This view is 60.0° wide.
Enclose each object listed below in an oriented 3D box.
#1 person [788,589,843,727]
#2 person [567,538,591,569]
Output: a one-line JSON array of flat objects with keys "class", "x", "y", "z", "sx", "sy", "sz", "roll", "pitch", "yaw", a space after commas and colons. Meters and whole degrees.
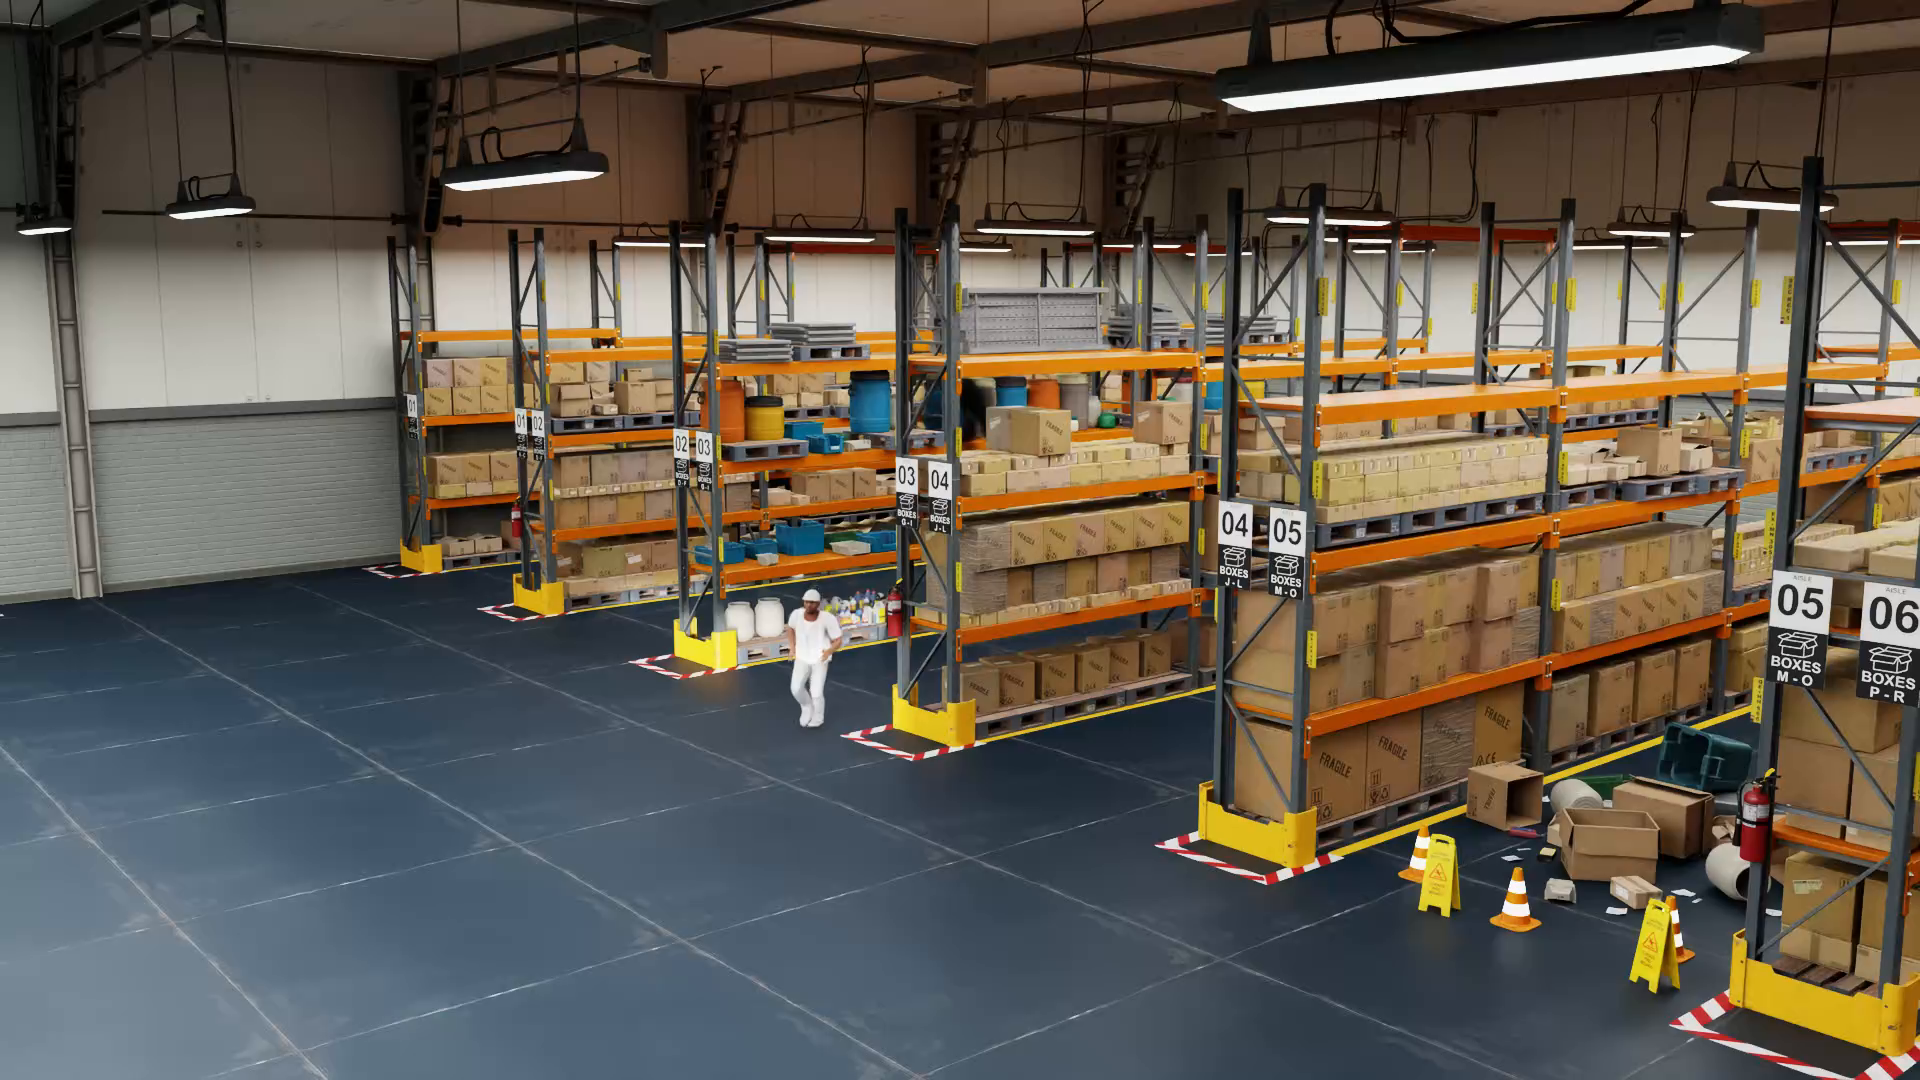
[{"class": "person", "x": -1.703, "y": 1.387, "z": 19.286, "sx": 0.711, "sy": 1.693, "sz": 0.722, "roll": 2, "pitch": 9, "yaw": 13}, {"class": "person", "x": -6.624, "y": -0.109, "z": 28.818, "sx": 0.658, "sy": 1.731, "sz": 0.570, "roll": 8, "pitch": 12, "yaw": 43}]
